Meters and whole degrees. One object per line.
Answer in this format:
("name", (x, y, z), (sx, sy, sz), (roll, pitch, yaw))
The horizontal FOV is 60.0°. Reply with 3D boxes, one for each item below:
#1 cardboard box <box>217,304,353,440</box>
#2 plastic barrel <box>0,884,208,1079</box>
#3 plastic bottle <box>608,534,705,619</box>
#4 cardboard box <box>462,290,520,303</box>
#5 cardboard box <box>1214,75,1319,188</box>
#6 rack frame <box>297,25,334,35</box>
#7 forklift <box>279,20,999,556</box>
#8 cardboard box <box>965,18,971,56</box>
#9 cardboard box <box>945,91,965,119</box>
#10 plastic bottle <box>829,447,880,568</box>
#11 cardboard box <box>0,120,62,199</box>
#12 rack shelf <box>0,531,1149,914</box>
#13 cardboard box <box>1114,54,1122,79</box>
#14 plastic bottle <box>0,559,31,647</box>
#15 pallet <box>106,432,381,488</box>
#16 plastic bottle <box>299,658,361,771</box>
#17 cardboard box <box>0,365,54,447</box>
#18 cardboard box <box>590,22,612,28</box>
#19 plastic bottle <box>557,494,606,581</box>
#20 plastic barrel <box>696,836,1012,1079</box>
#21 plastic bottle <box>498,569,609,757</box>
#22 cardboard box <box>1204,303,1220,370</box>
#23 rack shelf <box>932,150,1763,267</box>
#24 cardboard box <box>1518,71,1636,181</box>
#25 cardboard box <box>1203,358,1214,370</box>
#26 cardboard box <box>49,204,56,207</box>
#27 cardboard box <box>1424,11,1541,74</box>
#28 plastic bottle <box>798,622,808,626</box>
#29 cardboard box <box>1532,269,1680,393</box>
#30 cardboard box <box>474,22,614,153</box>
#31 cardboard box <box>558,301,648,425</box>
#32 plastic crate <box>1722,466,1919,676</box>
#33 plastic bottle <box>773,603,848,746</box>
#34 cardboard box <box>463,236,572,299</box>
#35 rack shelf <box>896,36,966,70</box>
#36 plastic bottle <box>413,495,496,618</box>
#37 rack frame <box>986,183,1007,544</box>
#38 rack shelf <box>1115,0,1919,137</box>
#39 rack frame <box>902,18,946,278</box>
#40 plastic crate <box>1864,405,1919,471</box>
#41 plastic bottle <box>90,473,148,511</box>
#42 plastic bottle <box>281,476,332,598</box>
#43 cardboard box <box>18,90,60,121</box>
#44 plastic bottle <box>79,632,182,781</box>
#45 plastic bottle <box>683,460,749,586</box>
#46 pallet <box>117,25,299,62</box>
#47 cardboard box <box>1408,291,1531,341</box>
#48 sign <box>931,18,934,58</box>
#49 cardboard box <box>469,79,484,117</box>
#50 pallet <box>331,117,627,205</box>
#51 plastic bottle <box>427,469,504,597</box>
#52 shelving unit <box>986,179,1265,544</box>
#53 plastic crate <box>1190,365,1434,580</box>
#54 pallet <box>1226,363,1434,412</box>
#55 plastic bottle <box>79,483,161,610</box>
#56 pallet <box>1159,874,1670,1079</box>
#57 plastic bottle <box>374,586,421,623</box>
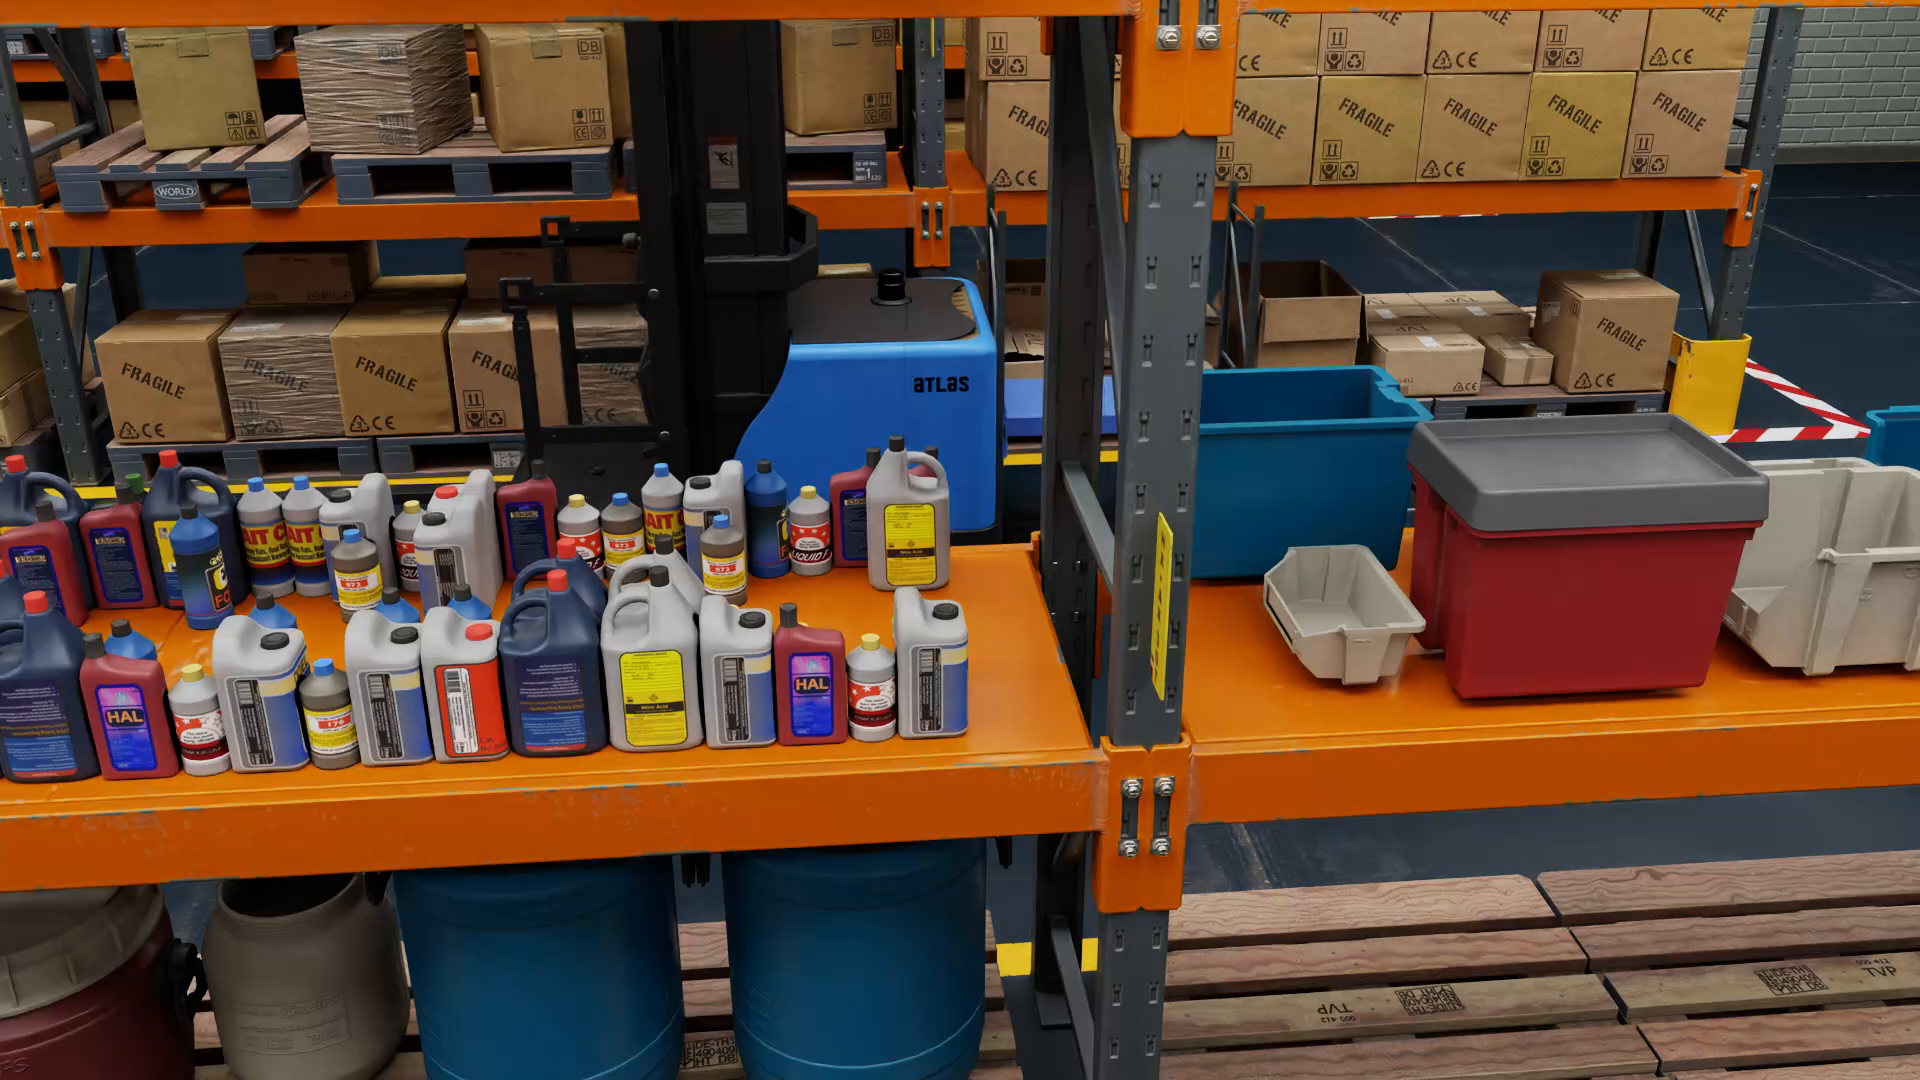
("cardboard box", (-3.158, -0.804, 7.901), (0.500, 0.500, 0.500), (-3, 24, -7))
("plastic barrel", (-2.067, 1.022, 3.710), (0.708, 0.588, 0.600), (-2, 24, -5))
("plastic bottle", (-0.593, 0.157, 3.265), (0.185, 0.351, 0.144), (-2, 24, -5))
("cardboard box", (-2.215, -1.054, 8.464), (0.500, 0.500, 0.500), (-3, 24, -7))
("cardboard box", (1.362, -1.975, 7.878), (0.500, 0.500, 0.500), (-2, 24, -5))
("rack frame", (-4.650, -3.821, 12.154), (0.127, 3.000, 1.000), (-2, 24, -5))
("forklift", (-1.389, -1.257, 6.470), (3.031, 2.935, 1.130), (-2, 24, -4))
("cardboard box", (0.299, -2.606, 8.066), (0.500, 0.500, 0.500), (-2, 24, -5))
("cardboard box", (-0.079, -3.390, 12.945), (0.250, 0.149, 0.380), (-2, 24, -5))
("plastic bottle", (-0.235, -0.076, 3.871), (0.133, 0.283, 0.061), (-2, 24, -5))
("cardboard box", (-4.526, -1.782, 7.675), (0.500, 0.311, 0.500), (-1, 24, -2))
("rack shelf", (-1.686, 0.432, 3.471), (4.000, 0.370, 1.077), (-2, 24, -5))
("cardboard box", (0.831, -2.407, 7.619), (0.500, 0.500, 0.500), (-3, 24, -7))
("plastic bottle", (-1.823, 0.203, 3.161), (0.185, 0.351, 0.144), (-2, 24, -5))
("pallet", (-3.413, -0.559, 8.249), (1.213, 0.211, 1.003), (-2, 24, -5))
("plastic bottle", (-1.168, 0.316, 3.090), (0.097, 0.201, 0.097), (0, 24, 0))
("cardboard box", (-4.659, -0.635, 7.854), (0.500, 0.250, 0.500), (-2, 24, -4))
("cardboard box", (-2.608, -3.988, 12.016), (0.500, 0.500, 0.500), (-2, 24, -4))
("plastic bottle", (-0.870, -0.005, 3.813), (0.097, 0.201, 0.097), (0, 24, 0))
("plastic barrel", (-0.239, 0.805, 3.812), (0.708, 0.901, 0.600), (-2, 24, -5))
("plastic bottle", (-0.762, 0.222, 3.117), (0.185, 0.351, 0.144), (-2, 24, -5))
("cardboard box", (1.107, -1.119, 8.842), (0.500, 0.311, 0.500), (-2, 24, -5))
("rack shelf", (1.811, -1.730, 8.335), (4.000, 0.370, 1.077), (-2, 24, -5))
("cardboard box", (2.867, -2.034, 8.010), (0.500, 0.500, 0.500), (-2, 24, -5))
("cardboard box", (1.120, -0.853, 8.423), (0.250, 0.166, 0.380), (-2, 24, -5))
("cardboard box", (-6.879, -2.801, 12.395), (0.500, 0.500, 0.700), (-2, 24, -5))
("cardboard box", (2.368, -2.469, 7.758), (0.500, 0.500, 0.500), (-2, 24, -4))
("plastic bottle", (-0.308, 0.257, 3.223), (0.097, 0.201, 0.097), (0, 24, 0))
("cardboard box", (3.285, -1.076, 8.514), (0.500, 0.500, 0.500), (-2, 24, -5))
("cardboard box", (-1.931, -2.121, 7.688), (0.500, 0.500, 0.700), (-9, 25, -18))
("cardboard box", (-1.634, -0.866, 8.041), (0.500, 0.500, 0.500), (-2, 24, -4))
("plastic crate", (1.842, 0.064, 3.486), (0.530, 0.282, 0.437), (-2, 24, -5))
("plastic bottle", (-0.282, 0.251, 3.136), (0.133, 0.283, 0.061), (-2, 24, -5))
("cardboard box", (-2.179, -1.399, 8.318), (0.500, 0.250, 0.500), (-3, 24, -6))
("rack shelf", (1.321, -3.732, 12.839), (4.000, 0.370, 1.077), (-2, 24, -5))
("plastic bottle", (-1.100, 0.043, 3.613), (0.135, 0.276, 0.152), (-2, 24, -5))
("rack frame", (0.145, -0.688, 6.951), (0.032, 1.500, 0.500), (-2, 24, -4))
("rack shelf", (2.295, -1.098, 3.221), (4.000, 0.370, 1.077), (-2, 24, -5))
("rack frame", (-0.179, -1.979, 8.009), (0.127, 3.000, 1.000), (-2, 24, -5))
("plastic crate", (2.398, -0.146, 4.017), (0.300, 0.233, 0.416), (-2, 24, -5))
("plastic bottle", (-1.862, -0.010, 3.724), (0.133, 0.283, 0.061), (-2, 24, -5))
("plastic bottle", (-1.464, -0.013, 3.746), (0.097, 0.271, 0.097), (0, 24, 0))
("cardboard box", (-6.945, -3.140, 12.235), (0.500, 0.250, 0.500), (-3, 24, -7))
("plastic bottle", (-1.512, 0.300, 3.025), (0.133, 0.283, 0.061), (-2, 24, -5))
("plastic bottle", (-0.558, -0.041, 3.801), (0.135, 0.276, 0.152), (-2, 24, -5))
("pallet", (-5.349, -3.662, 12.032), (1.003, 0.211, 1.213), (-2, 24, -5))
("cardboard box", (2.735, -1.156, 9.001), (0.500, 0.250, 0.500), (-2, 24, -5))
("sign", (-0.121, -2.284, 7.269), (0.005, 0.325, 0.100), (-2, 24, -5))
("cardboard box", (-3.905, -3.007, 12.452), (0.750, 0.750, 0.750), (-3, 24, -6))
("pallet", (-2.225, -1.811, 7.867), (1.213, 0.211, 1.003), (-2, 24, -5))
("plastic bottle", (-1.115, -0.018, 3.751), (0.135, 0.276, 0.152), (-2, 24, -5))
("shelving unit", (0.652, -0.704, 6.987), (1.048, 1.500, 0.538), (-2, 24, -4))
("plastic crate", (0.735, -0.153, 3.847), (0.575, 0.384, 0.392), (-2, 24, -5))
("pallet", (1.721, -0.781, 8.749), (1.213, 0.211, 1.003), (-2, 24, -5))
("plastic bottle", (-1.856, 0.014, 3.669), (0.133, 0.283, 0.061), (-2, 24, -5))
("pallet", (1.032, 1.253, 4.172), (1.213, 0.211, 1.003), (-2, 24, -5))
("plastic bottle", (-1.086, 0.219, 3.222), (0.097, 0.271, 0.097), (0, 24, 0))
